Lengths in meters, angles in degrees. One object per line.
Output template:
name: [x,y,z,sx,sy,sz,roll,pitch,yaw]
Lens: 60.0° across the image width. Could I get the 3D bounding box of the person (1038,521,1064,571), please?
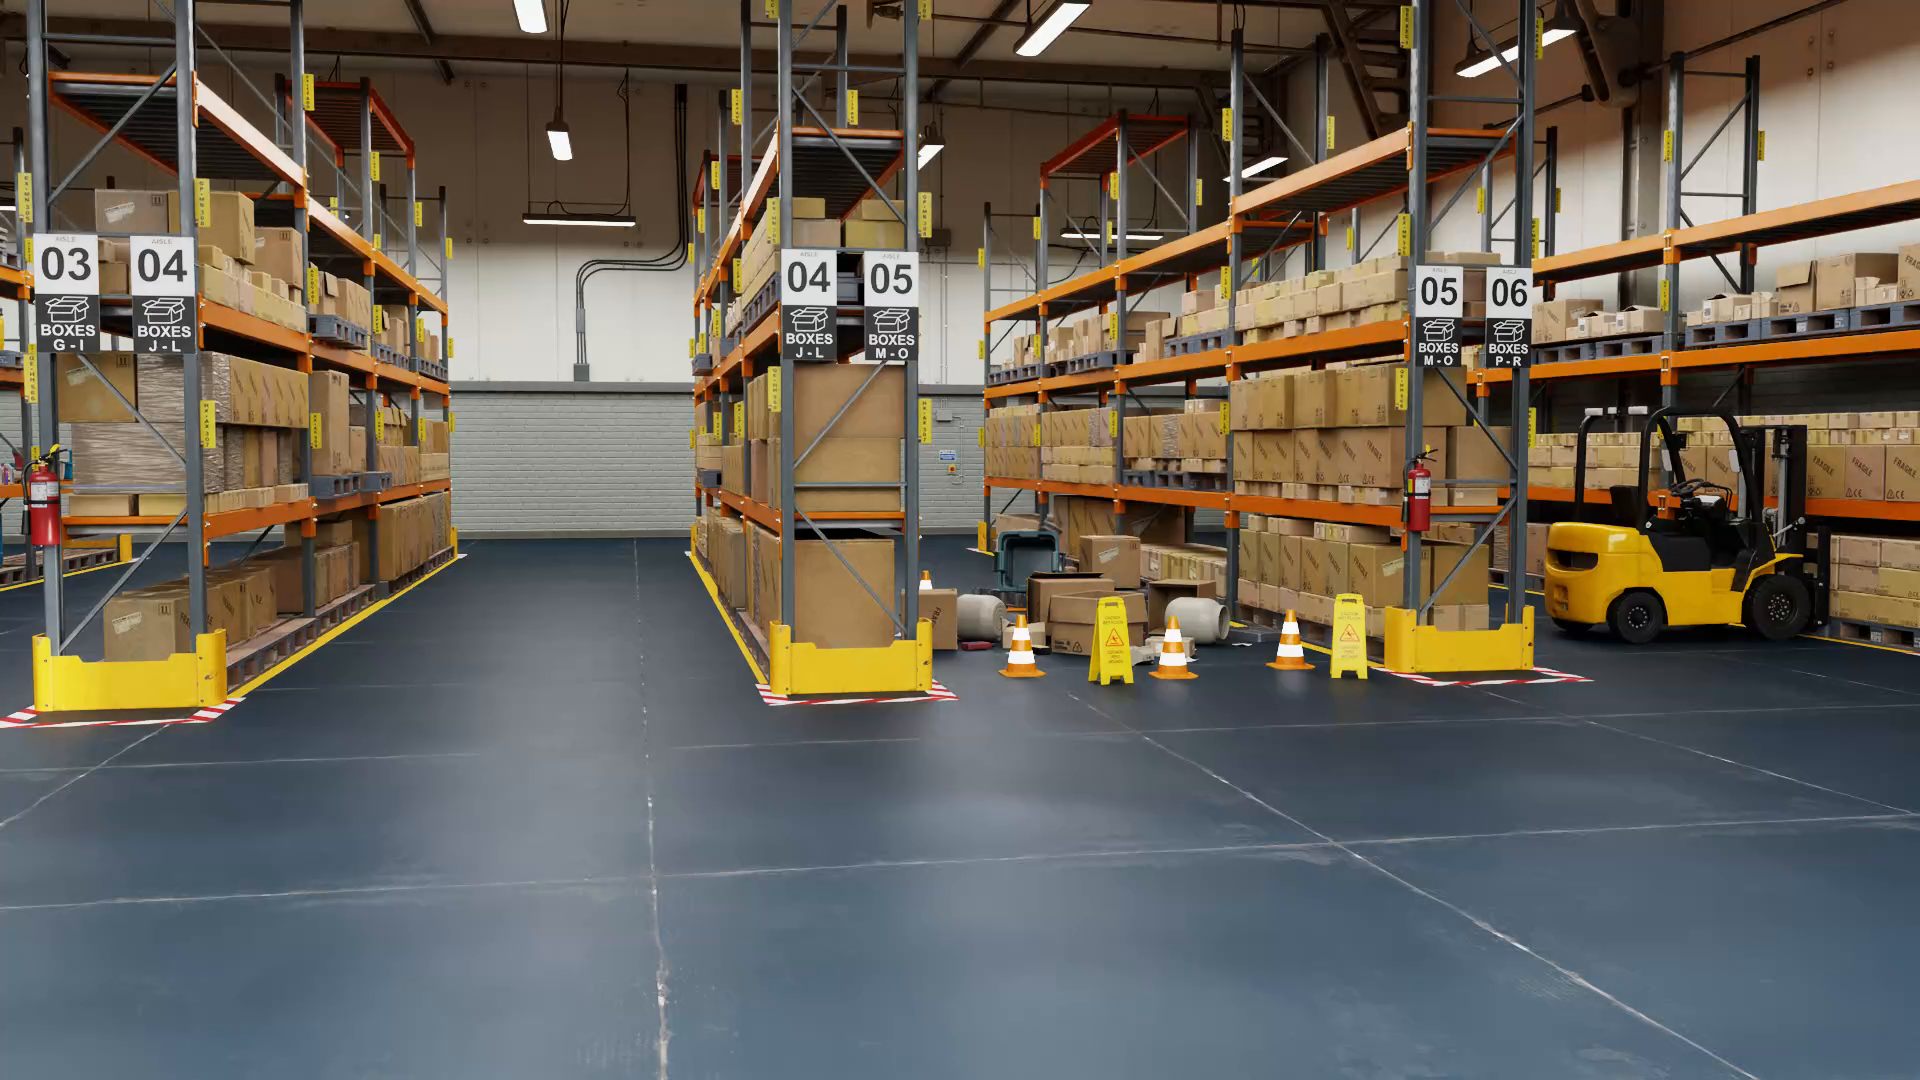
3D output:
person: [0.829,0.297,18.457,0.815,1.011,0.477,-1,3,-11]
